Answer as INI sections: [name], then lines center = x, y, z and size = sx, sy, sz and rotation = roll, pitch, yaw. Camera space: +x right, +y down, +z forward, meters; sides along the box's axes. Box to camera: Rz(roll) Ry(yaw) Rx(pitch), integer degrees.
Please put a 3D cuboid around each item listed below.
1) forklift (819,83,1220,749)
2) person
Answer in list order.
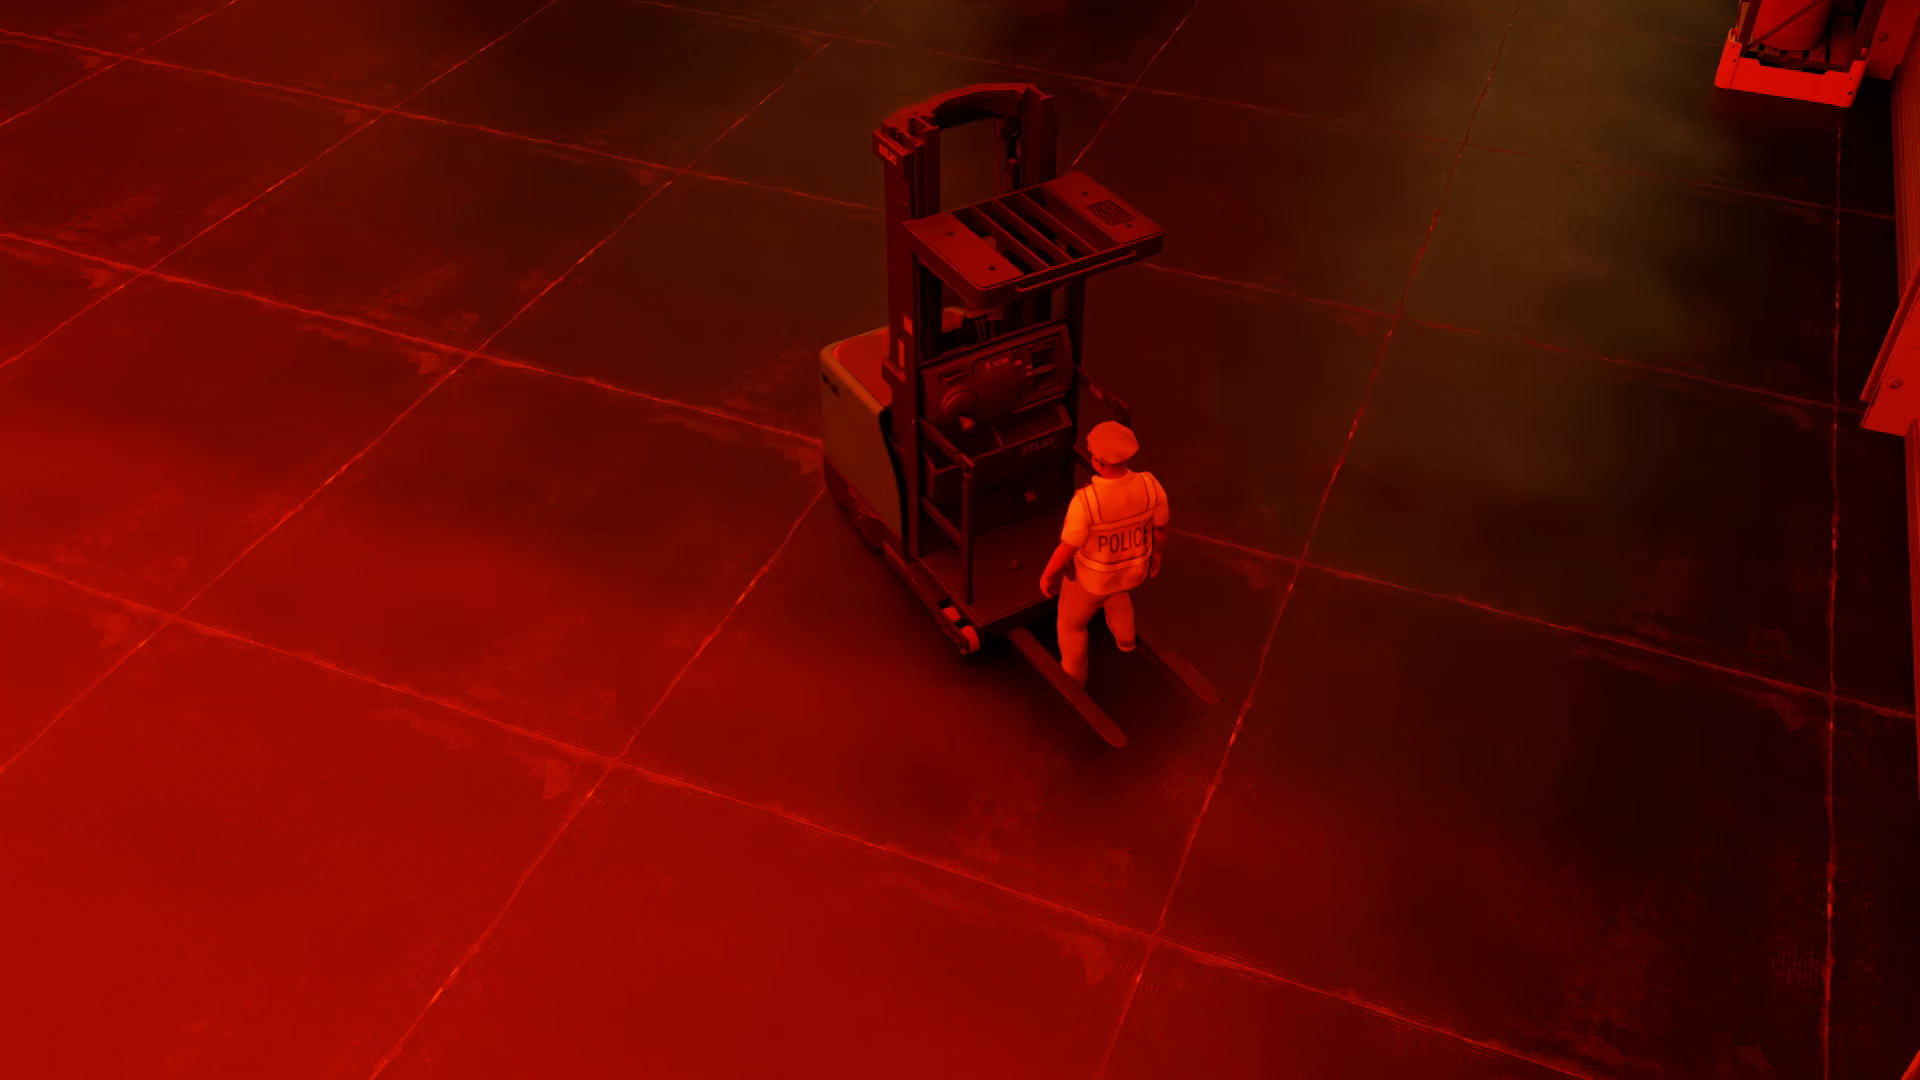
[forklift]
center = 0.326, -0.811, 8.976
size = 1.130, 2.935, 3.031
rotation = -21, 44, -23
[person]
center = 0.724, 0.088, 8.796
size = 0.684, 1.769, 0.563
rotation = -16, 43, -19
